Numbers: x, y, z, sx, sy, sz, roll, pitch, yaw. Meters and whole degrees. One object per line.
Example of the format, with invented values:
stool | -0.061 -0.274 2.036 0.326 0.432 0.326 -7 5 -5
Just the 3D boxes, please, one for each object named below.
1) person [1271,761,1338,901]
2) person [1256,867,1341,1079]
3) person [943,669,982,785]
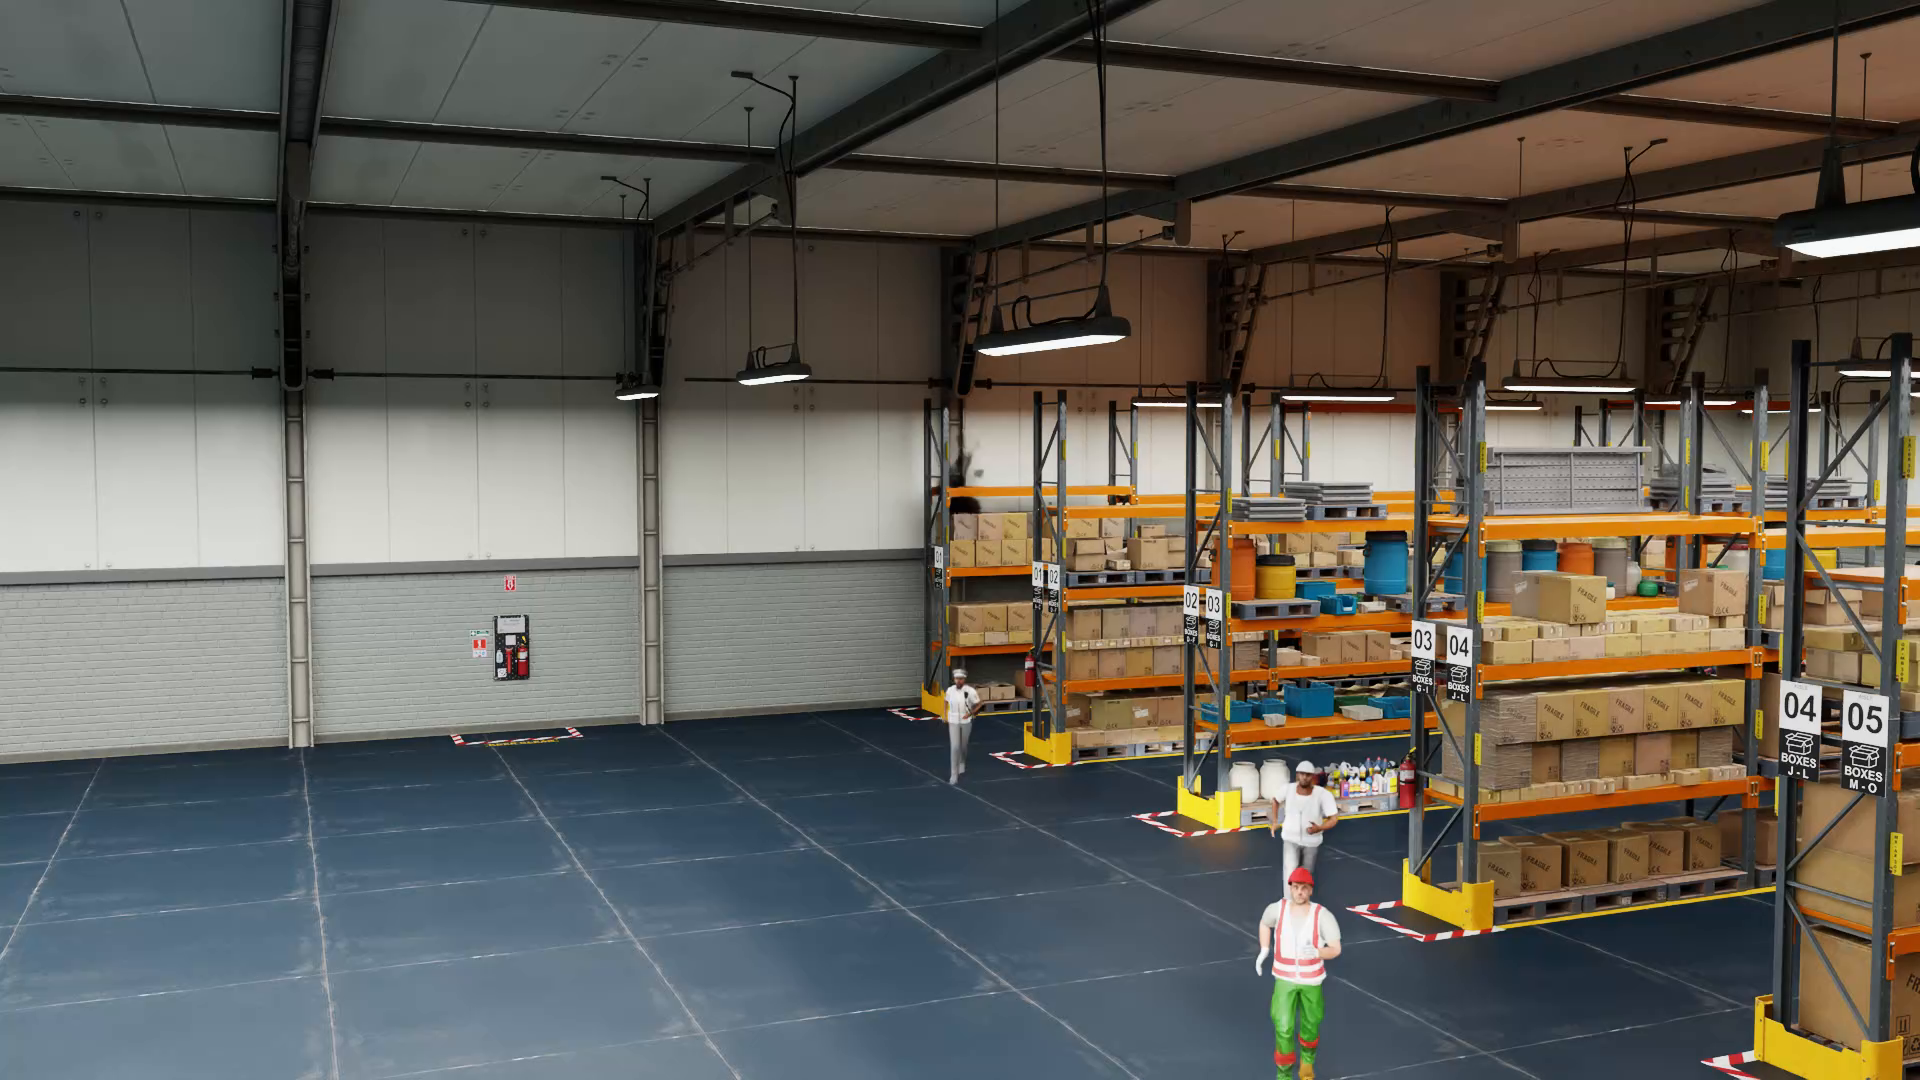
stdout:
person | 3.658 3.227 17.698 0.703 1.789 0.896 1 3 14
person | 2.656 3.481 13.079 0.652 1.829 0.836 1 3 12
person | 0.033 2.805 25.396 0.598 1.718 0.871 0 3 6
